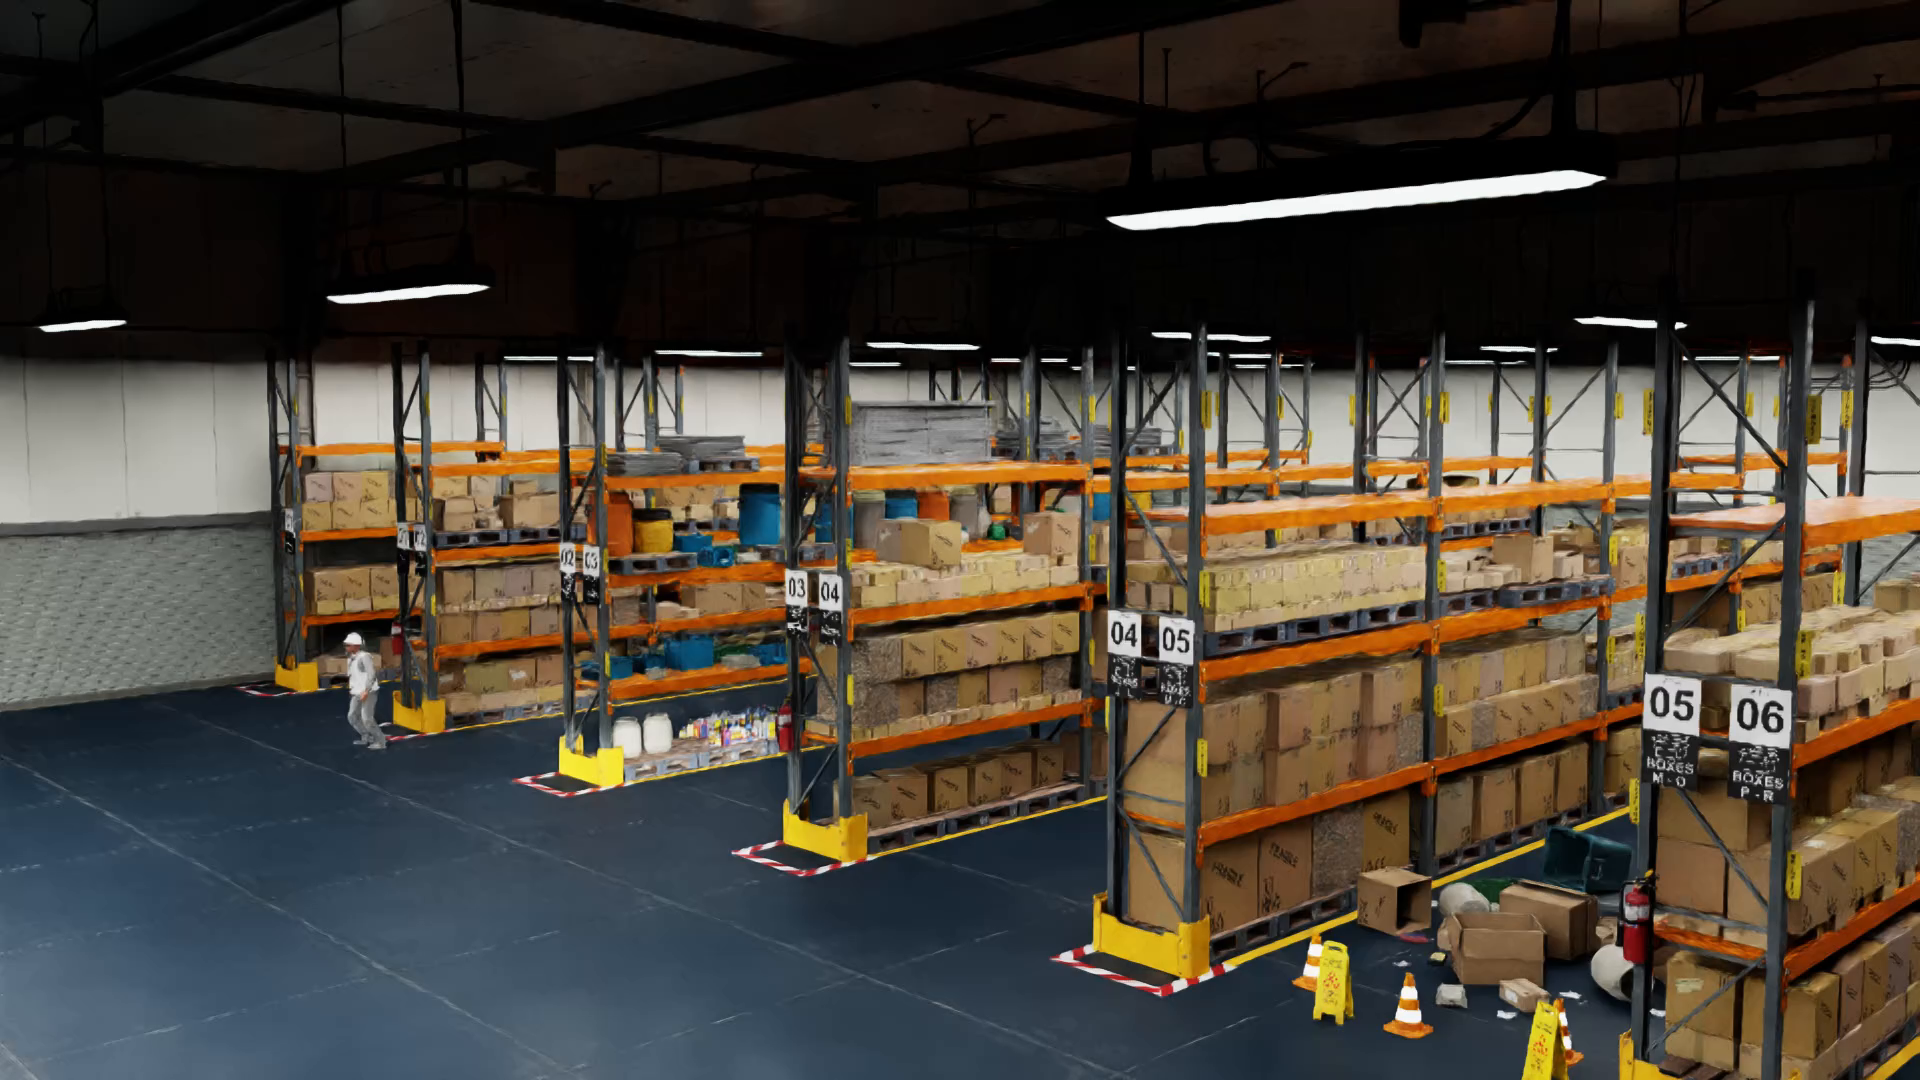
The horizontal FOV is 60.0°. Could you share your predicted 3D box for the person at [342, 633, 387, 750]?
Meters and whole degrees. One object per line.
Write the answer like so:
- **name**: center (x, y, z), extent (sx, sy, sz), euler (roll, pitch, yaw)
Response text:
- **person**: center (-8.740, 2.207, 24.336), extent (0.574, 1.726, 0.676), euler (-5, 7, -45)
